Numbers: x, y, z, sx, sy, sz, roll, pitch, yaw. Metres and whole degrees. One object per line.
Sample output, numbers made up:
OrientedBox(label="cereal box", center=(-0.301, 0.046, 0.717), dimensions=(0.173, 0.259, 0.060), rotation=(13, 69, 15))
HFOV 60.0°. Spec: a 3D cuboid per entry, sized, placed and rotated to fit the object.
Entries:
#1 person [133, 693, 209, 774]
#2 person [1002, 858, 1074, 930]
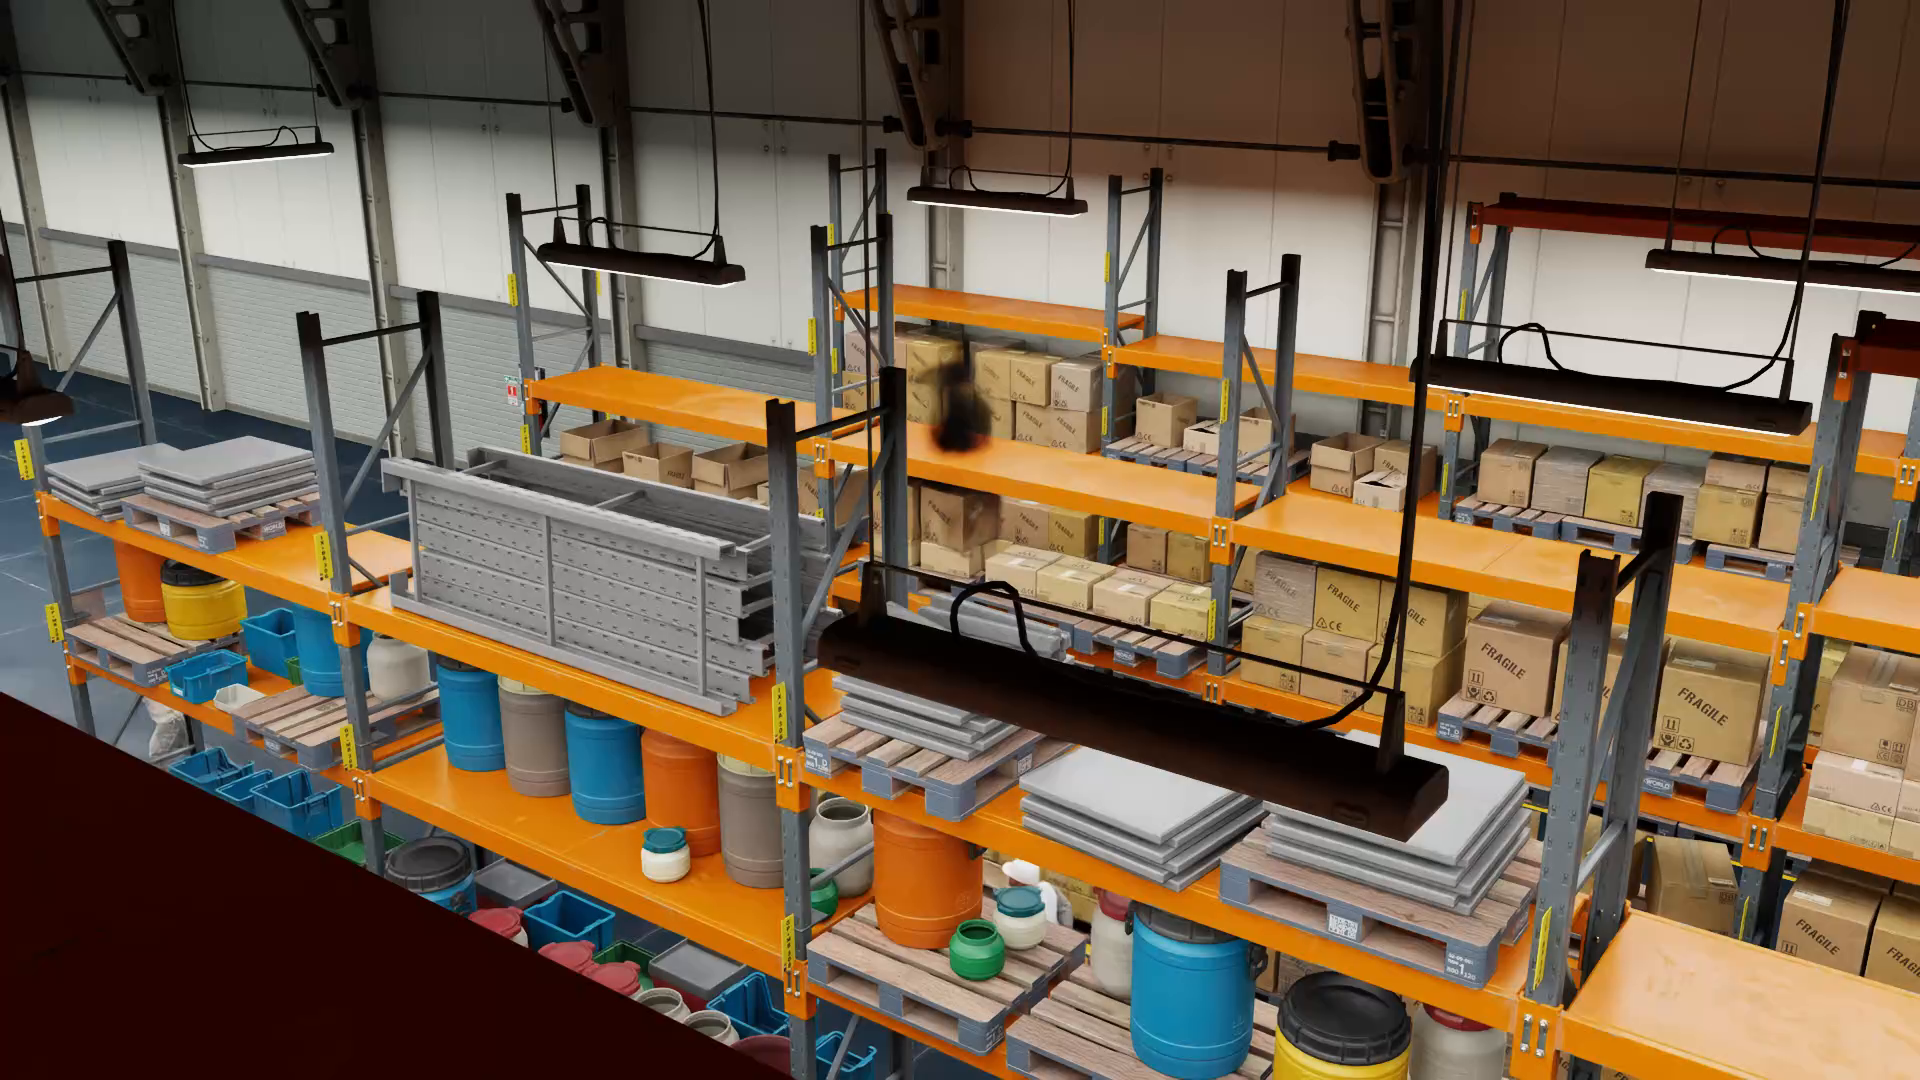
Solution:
OrientedBox(label="person", center=(-8.024, 1.782, 17.003), dimensions=(0.861, 1.756, 0.631), rotation=(-16, 24, -40))
OrientedBox(label="person", center=(0.602, 3.227, 12.793), dimensions=(0.642, 1.708, 0.633), rotation=(6, 19, 18))
